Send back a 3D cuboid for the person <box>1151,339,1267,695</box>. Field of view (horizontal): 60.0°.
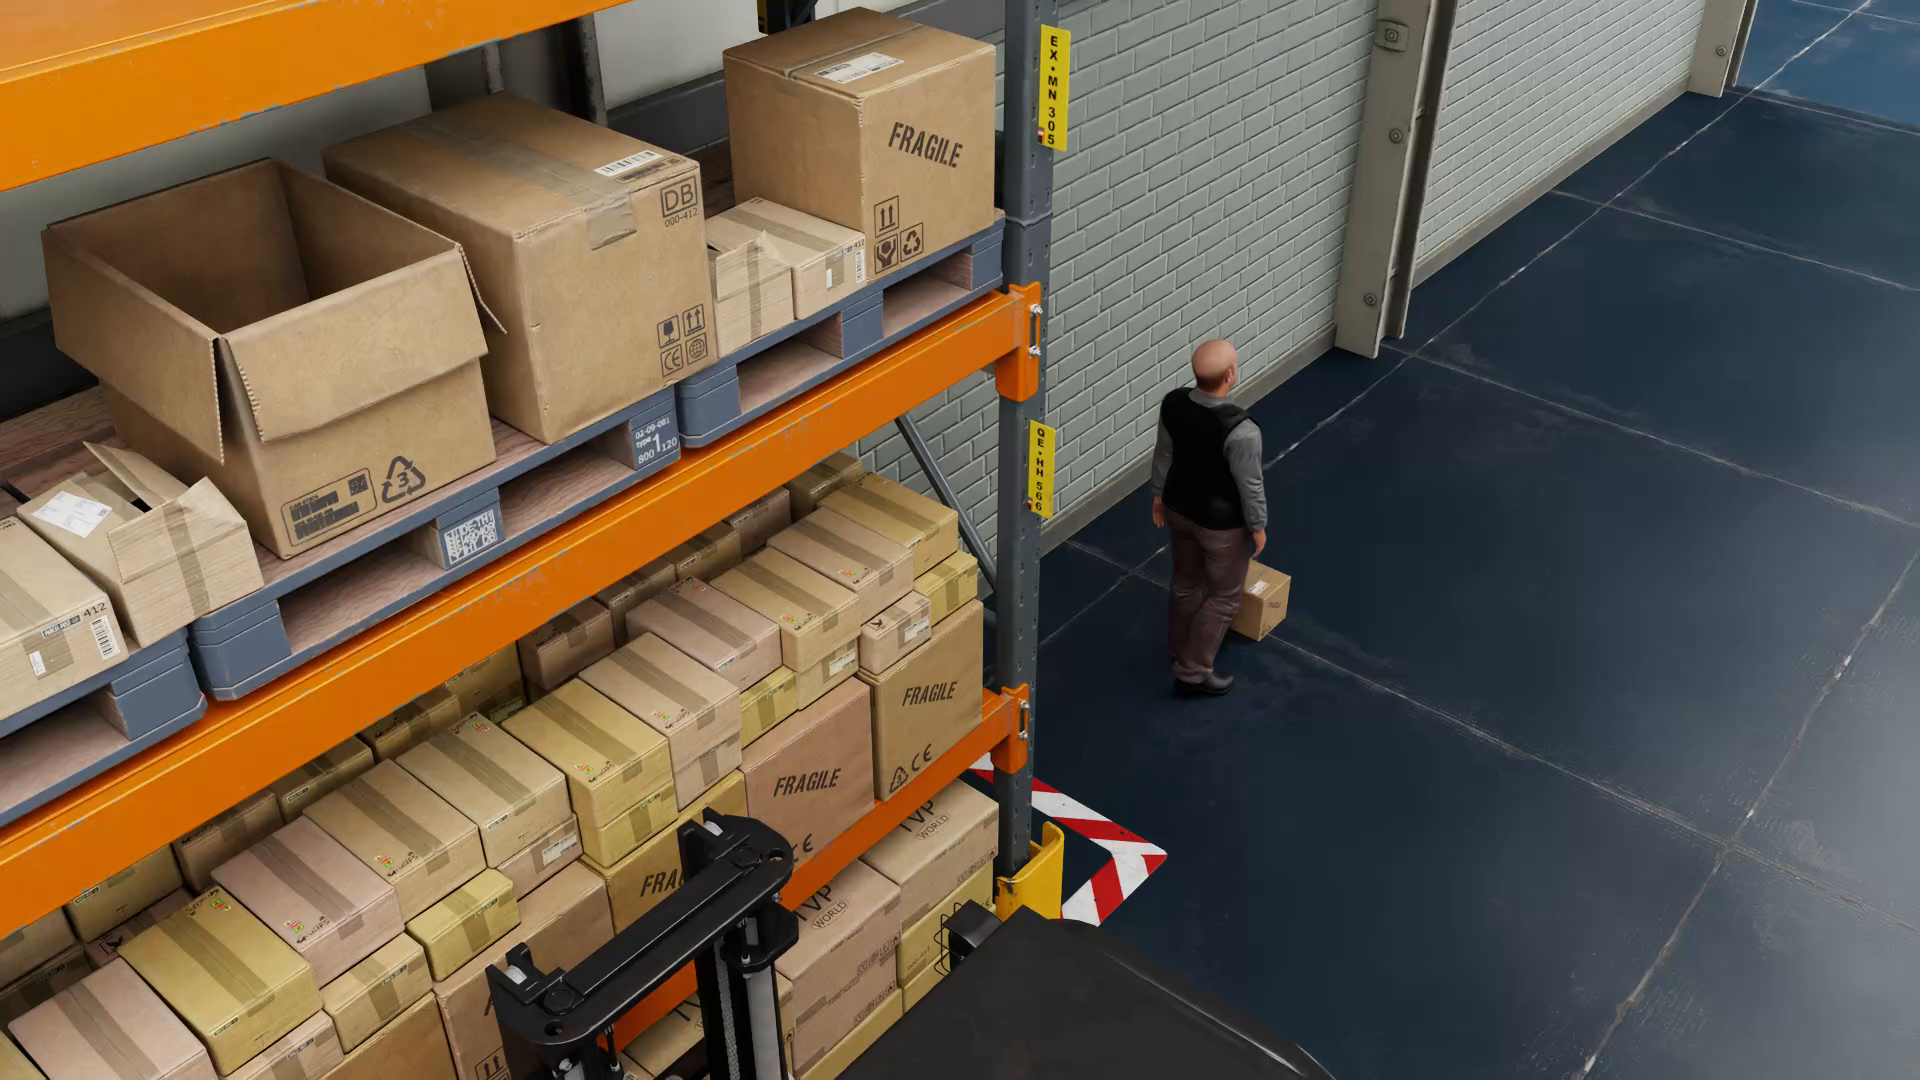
[{"bbox_3d":[1.097,-0.108,7.306,0.453,1.722,0.562,-28,43,-34],"label":"person"}]
